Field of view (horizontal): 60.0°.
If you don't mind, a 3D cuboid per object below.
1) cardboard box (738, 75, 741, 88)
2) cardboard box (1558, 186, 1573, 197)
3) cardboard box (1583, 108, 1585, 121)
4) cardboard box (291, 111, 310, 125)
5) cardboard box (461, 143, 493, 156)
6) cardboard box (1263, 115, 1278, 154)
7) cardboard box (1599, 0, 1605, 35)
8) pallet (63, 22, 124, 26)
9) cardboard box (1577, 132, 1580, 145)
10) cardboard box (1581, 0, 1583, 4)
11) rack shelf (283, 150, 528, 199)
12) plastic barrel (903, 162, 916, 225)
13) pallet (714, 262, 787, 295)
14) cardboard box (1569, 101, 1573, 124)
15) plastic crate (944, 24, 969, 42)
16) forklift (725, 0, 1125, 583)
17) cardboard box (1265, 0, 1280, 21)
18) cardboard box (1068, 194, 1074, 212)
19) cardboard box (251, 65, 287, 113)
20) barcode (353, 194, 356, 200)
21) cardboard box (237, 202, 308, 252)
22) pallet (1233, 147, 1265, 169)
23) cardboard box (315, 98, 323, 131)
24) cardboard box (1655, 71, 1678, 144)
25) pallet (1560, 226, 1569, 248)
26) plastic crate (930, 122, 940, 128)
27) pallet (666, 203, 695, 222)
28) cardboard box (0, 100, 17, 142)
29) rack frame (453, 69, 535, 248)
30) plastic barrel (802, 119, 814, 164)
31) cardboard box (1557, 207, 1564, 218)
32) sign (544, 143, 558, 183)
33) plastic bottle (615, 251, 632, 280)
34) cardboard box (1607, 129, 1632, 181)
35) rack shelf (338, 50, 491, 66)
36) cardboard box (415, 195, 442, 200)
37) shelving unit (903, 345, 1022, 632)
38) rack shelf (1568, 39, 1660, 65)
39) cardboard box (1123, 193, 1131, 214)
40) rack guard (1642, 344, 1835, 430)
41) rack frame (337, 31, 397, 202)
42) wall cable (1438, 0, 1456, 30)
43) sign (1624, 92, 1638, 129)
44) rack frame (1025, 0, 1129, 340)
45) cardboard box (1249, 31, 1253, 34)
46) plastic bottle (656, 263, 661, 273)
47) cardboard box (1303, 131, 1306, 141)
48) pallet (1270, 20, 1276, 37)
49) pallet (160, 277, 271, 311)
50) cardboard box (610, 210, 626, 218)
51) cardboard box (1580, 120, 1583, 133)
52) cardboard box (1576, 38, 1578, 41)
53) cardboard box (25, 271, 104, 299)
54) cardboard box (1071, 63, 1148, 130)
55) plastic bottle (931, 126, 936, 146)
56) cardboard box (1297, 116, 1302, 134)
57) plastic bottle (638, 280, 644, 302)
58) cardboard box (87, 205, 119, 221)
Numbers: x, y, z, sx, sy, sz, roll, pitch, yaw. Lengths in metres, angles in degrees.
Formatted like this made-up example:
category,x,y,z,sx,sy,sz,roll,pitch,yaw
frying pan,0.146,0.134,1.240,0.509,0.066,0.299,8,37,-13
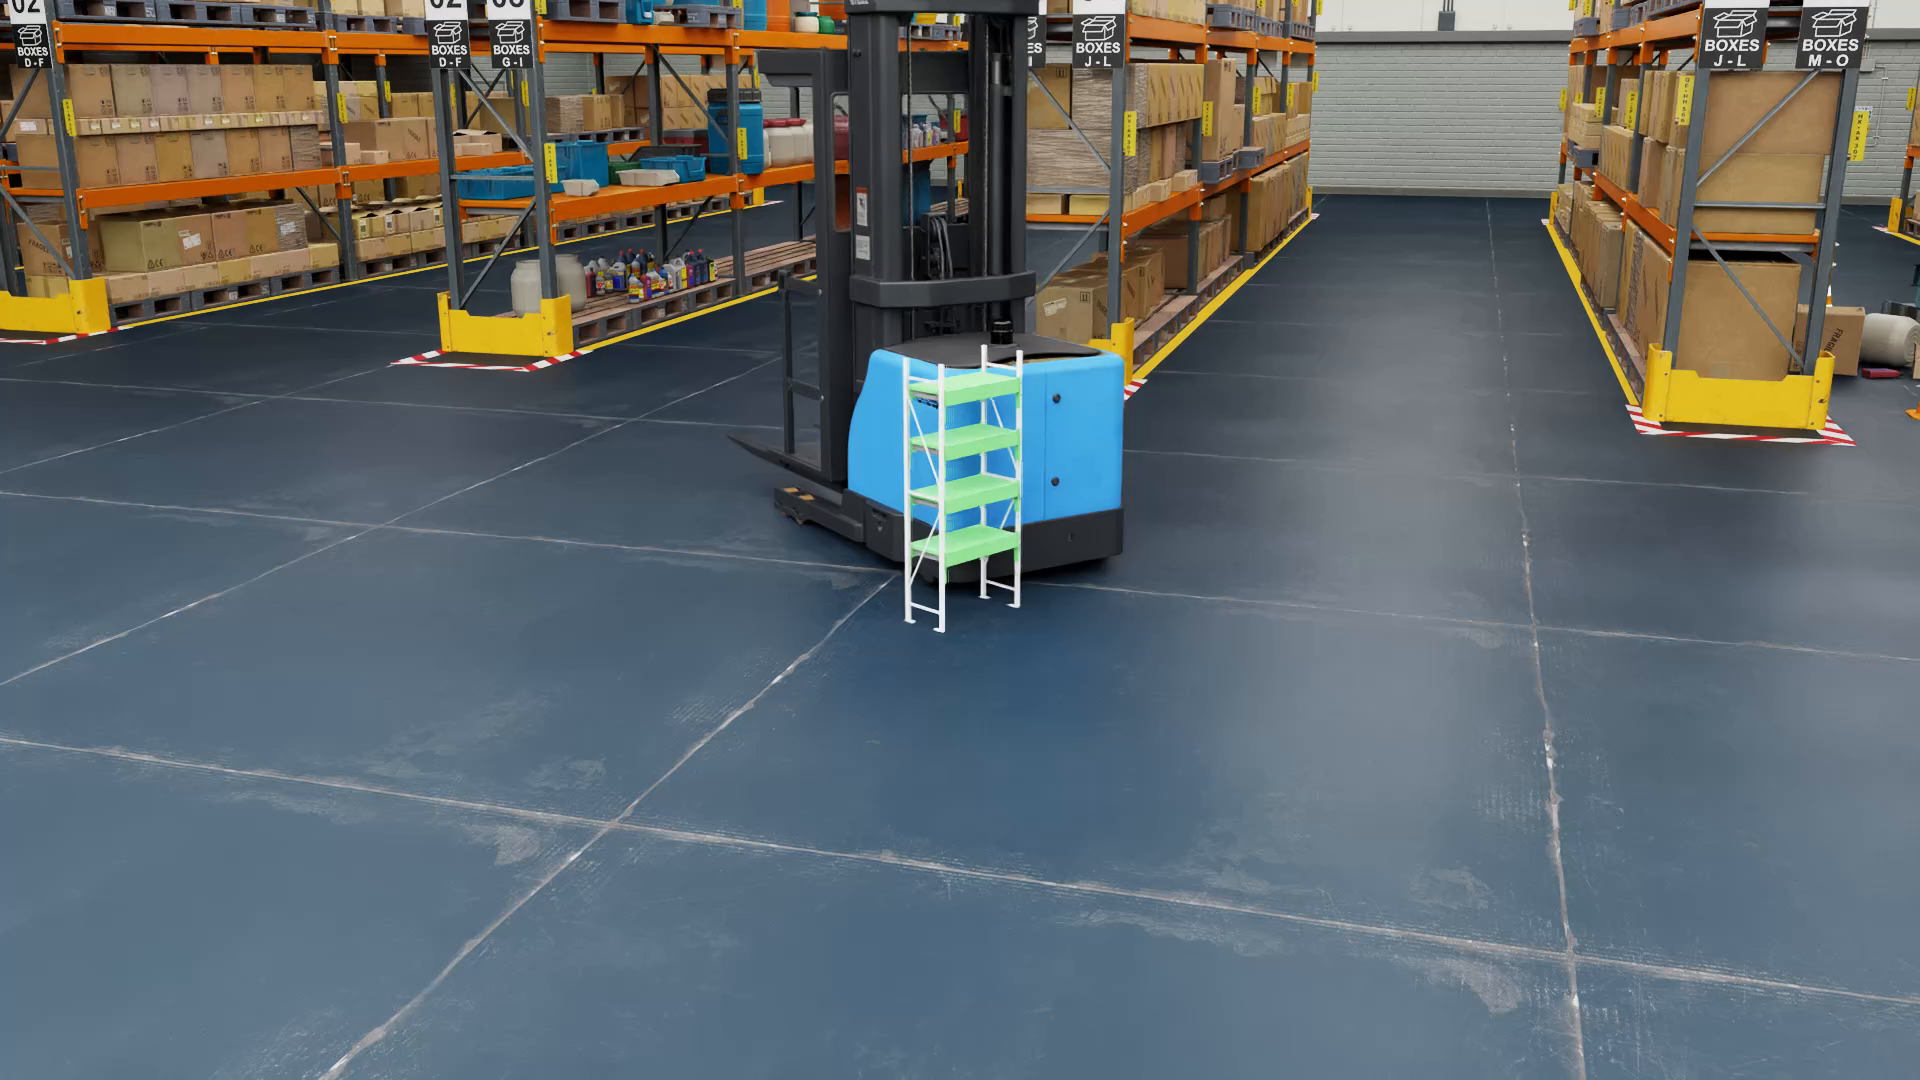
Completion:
category,x,y,z,sx,sy,sz,roll,pitch,yaw
cardboard box,-4.190,-7.925,29.256,0.500,0.500,0.500,5,17,17
cardboard box,9.407,-5.354,25.572,0.380,0.149,0.250,5,16,16
cardboard box,7.613,-5.057,19.764,0.380,0.149,0.250,5,17,18
cardboard box,-7.539,-4.734,18.650,0.380,0.149,0.250,4,16,15
cardboard box,-6.449,-5.195,22.108,0.380,0.149,0.250,5,16,16
cardboard box,4.015,-5.488,22.498,0.500,0.500,0.500,4,16,15
cardboard box,7.960,-6.315,19.916,0.500,0.500,0.500,5,16,16
pallet,-11.776,-6.687,21.754,1.213,0.211,1.003,5,16,16
cardboard box,7.759,-4.906,20.319,0.380,0.149,0.250,4,16,13
cardboard box,9.284,-7.890,24.280,0.380,0.149,0.250,5,17,18
rack shelf,-7.026,-4.703,21.232,1.077,0.370,4.000,5,16,16
plastic barrel,-0.945,-5.100,24.389,0.600,0.901,0.708,5,16,16
pallet,-2.661,-3.008,19.047,1.003,0.211,1.213,5,16,16
cardboard box,9.228,-6.177,24.383,0.500,0.500,0.500,4,16,14
plastic crate,0.043,-7.918,25.990,0.497,0.269,0.590,5,16,16
forklift,-0.382,-1.553,8.935,1.130,2.935,3.031,-10,18,-30
cardboard box,4.020,-7.390,22.939,0.700,0.500,0.500,5,17,17
cardboard box,0.720,-2.745,13.472,0.380,0.149,0.250,5,16,16
cardboard box,-7.857,-4.949,18.221,0.700,0.500,0.500,5,16,16
barcode,-7.123,-4.031,19.561,0.001,0.075,0.075,5,16,16
cardboard box,-7.670,-3.498,18.559,0.500,0.500,0.500,5,16,16
pallet,2.938,-4.516,19.607,1.213,0.211,1.003,5,16,16
cardboard box,-10.385,-6.667,26.071,0.500,0.500,0.500,5,17,17
cardboard box,6.018,-3.421,13.139,0.875,0.550,0.500,5,16,16
pallet,9.059,-4.276,23.517,1.003,0.211,1.213,5,16,16
plastic crate,-0.282,-6.767,27.386,0.416,0.233,0.300,5,16,16
pallet,-5.125,-5.457,27.682,1.003,0.211,1.213,5,16,16
cardboard box,-12.168,-5.299,21.027,0.700,0.500,0.500,5,16,16
rack frame,-6.458,-5.572,22.979,1.000,3.000,0.127,5,16,16
plastic barrel,-1.917,-4.845,20.210,0.421,0.512,0.421,0,16,0
cardboard box,9.346,-5.005,25.432,0.380,0.149,0.250,5,17,17
sign,-3.457,-3.184,14.050,0.100,0.325,0.005,5,16,16
plastic bottle,-3.528,-2.850,17.428,0.144,0.351,0.185,4,16,14
cardboard box,6.950,-3.949,17.070,0.500,0.500,0.500,4,16,15
rack shelf,-9.503,-8.622,29.553,1.077,0.370,4.000,5,16,16
cardboard box,-7.030,-4.469,22.331,0.500,0.311,0.500,4,16,14
shelving unit,0.016,-0.238,7.471,0.258,1.200,0.503,15,22,43
rack shelf,9.471,-7.059,24.041,1.077,0.370,4.000,5,16,16
cardboard box,1.164,-2.709,13.345,0.380,0.149,0.250,5,16,16
rack guard,5.485,-1.090,11.758,1.175,0.500,0.348,5,16,16
rack frame,-10.072,-7.002,28.019,1.000,3.000,0.127,5,16,16
wall cable,10.224,-12.542,30.662,2.277,5.999,0.120,5,16,16
sign,6.106,-3.904,15.120,0.100,0.325,0.005,5,16,16
rack frame,0.765,-2.710,12.888,1.000,3.000,0.127,5,16,16
cardboard box,3.139,-6.031,19.373,0.500,0.250,0.500,5,16,16
plastic bottle,-3.052,-2.686,16.974,0.061,0.283,0.133,5,16,16
cardboard box,5.310,-6.457,26.559,0.380,0.149,0.250,5,17,17
pallet,3.486,-6.621,21.524,1.003,0.211,1.213,5,17,18
pallet,-8.206,-2.660,17.819,1.003,0.211,1.213,5,16,16
cardboard box,-5.478,-5.217,25.500,0.500,0.500,0.500,5,17,17
cardboard box,7.687,-4.985,20.055,0.380,0.149,0.250,5,16,16
cardboard box,9.378,-7.485,24.501,0.500,0.250,0.500,4,16,14
cardboard box,-8.862,-2.522,16.493,0.500,0.250,0.500,5,16,16
cardboard box,1.183,-3.505,13.130,0.500,0.500,0.500,5,16,16
plastic bottle,-0.397,-5.986,24.649,0.061,0.283,0.133,5,16,16
cardboard box,4.996,-6.417,25.688,0.500,0.250,0.500,5,16,16
plastic bottle,-3.140,-2.437,16.246,0.097,0.201,0.097,0,16,0
cardboard box,-11.870,-4.382,22.555,0.700,0.500,0.500,5,17,17
